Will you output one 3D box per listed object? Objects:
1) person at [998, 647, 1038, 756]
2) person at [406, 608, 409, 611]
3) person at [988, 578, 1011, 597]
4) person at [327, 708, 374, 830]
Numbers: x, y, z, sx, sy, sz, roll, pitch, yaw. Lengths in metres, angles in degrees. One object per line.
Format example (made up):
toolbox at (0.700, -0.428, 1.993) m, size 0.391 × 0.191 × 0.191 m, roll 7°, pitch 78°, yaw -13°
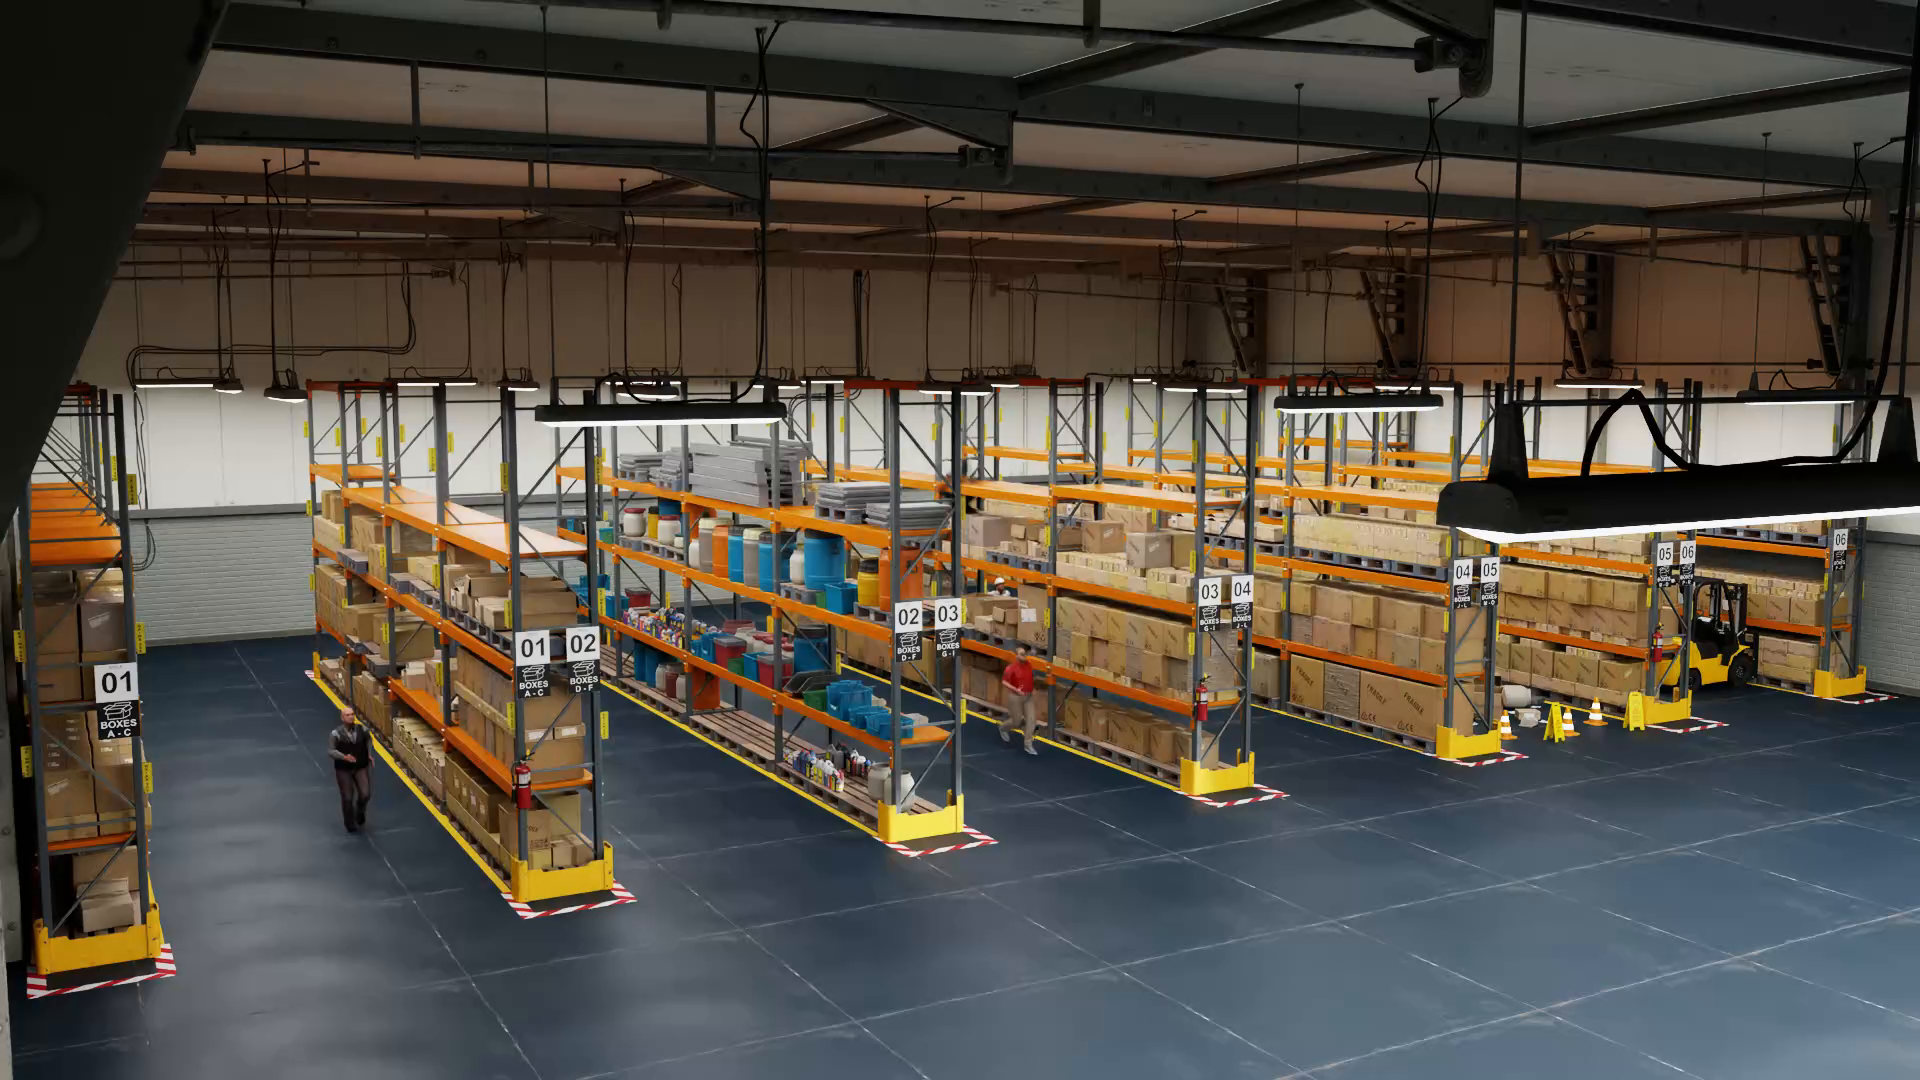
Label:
person at (0.977, 2.607, 27.186) m, size 0.663 × 1.729 × 0.888 m, roll -4°, pitch 7°, yaw -34°
person at (-11.837, 1.823, 35.123) m, size 0.660 × 1.598 × 0.559 m, roll 0°, pitch 6°, yaw -4°
person at (0.855, 1.682, 35.595) m, size 0.627 × 1.777 × 1.126 m, roll -3°, pitch 7°, yaw -30°
person at (-8.184, 3.104, 22.442) m, size 0.643 × 1.680 × 0.603 m, roll -4°, pitch 7°, yaw -33°
